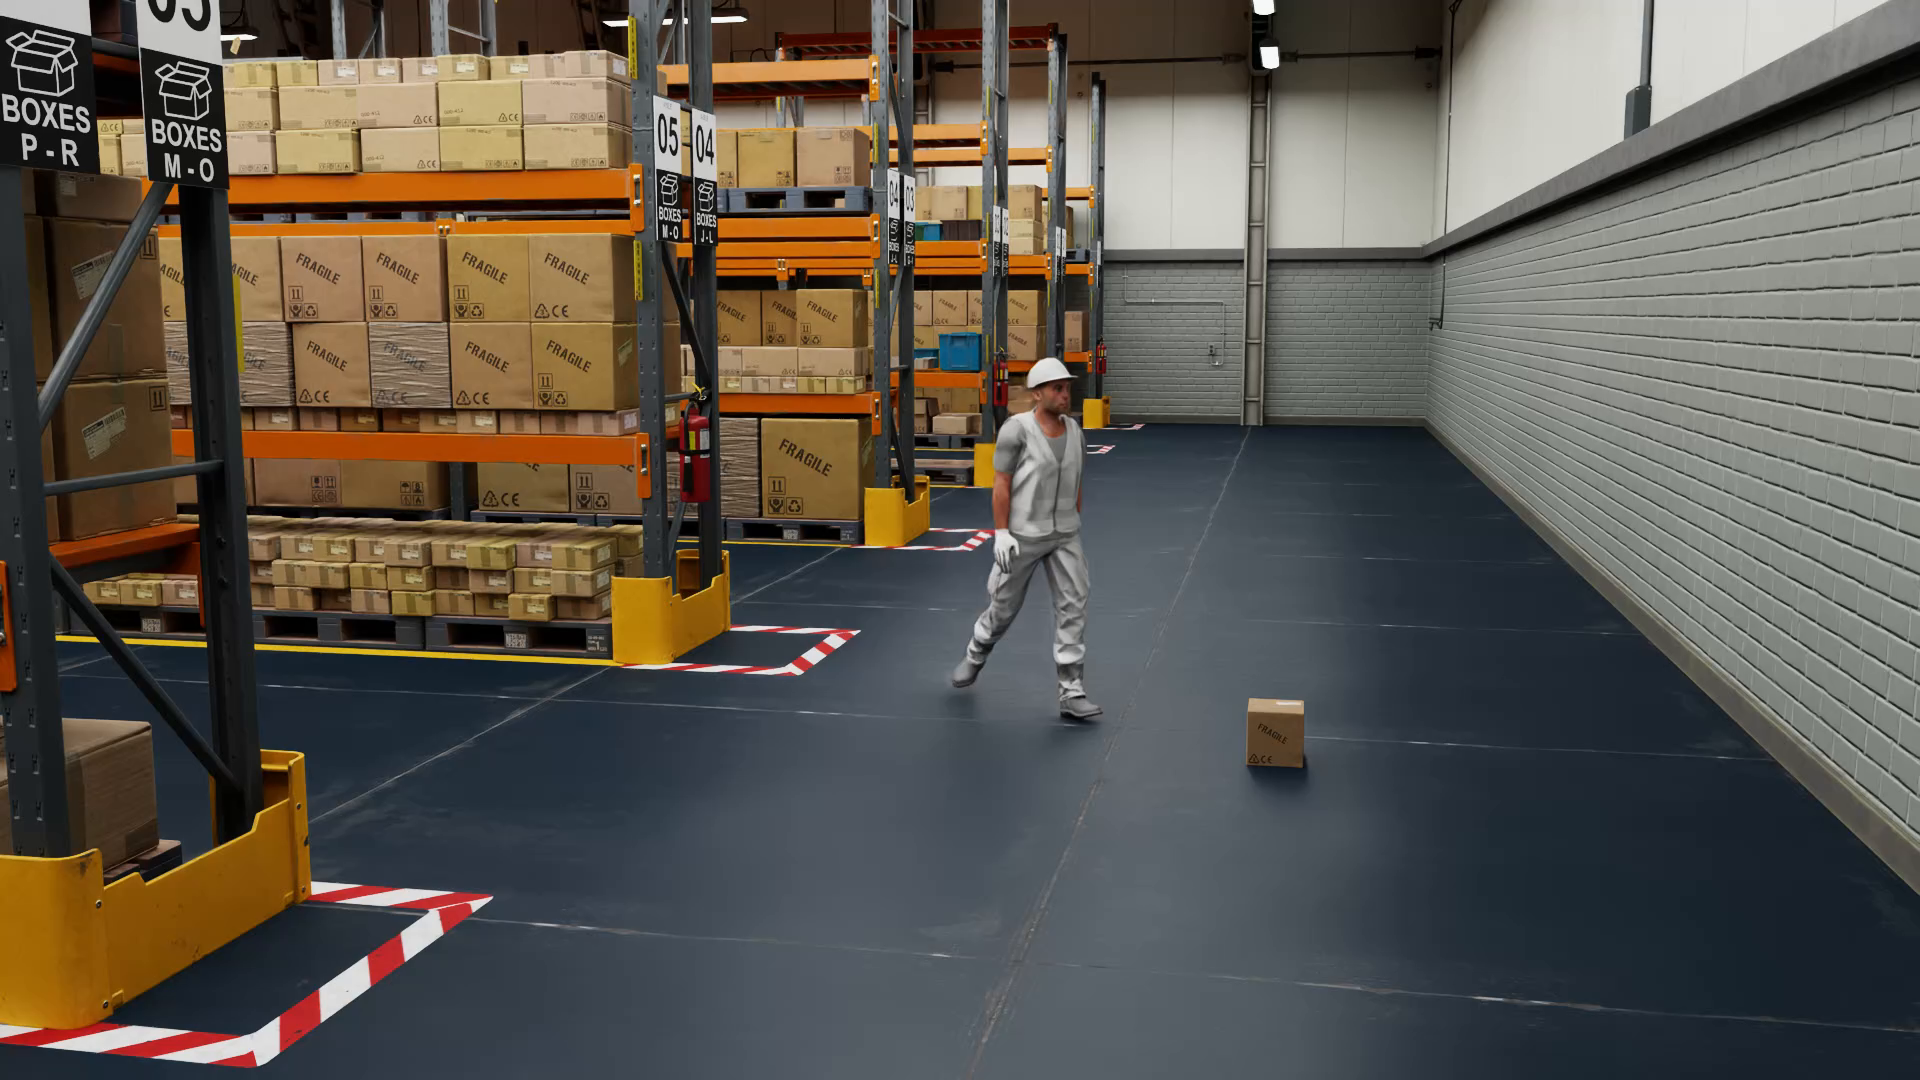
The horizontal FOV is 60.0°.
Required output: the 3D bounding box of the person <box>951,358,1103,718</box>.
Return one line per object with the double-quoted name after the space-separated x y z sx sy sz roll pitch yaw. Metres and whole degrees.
0.351 -0.023 8.349 0.578 1.780 0.904 -4 9 -26 "person"
